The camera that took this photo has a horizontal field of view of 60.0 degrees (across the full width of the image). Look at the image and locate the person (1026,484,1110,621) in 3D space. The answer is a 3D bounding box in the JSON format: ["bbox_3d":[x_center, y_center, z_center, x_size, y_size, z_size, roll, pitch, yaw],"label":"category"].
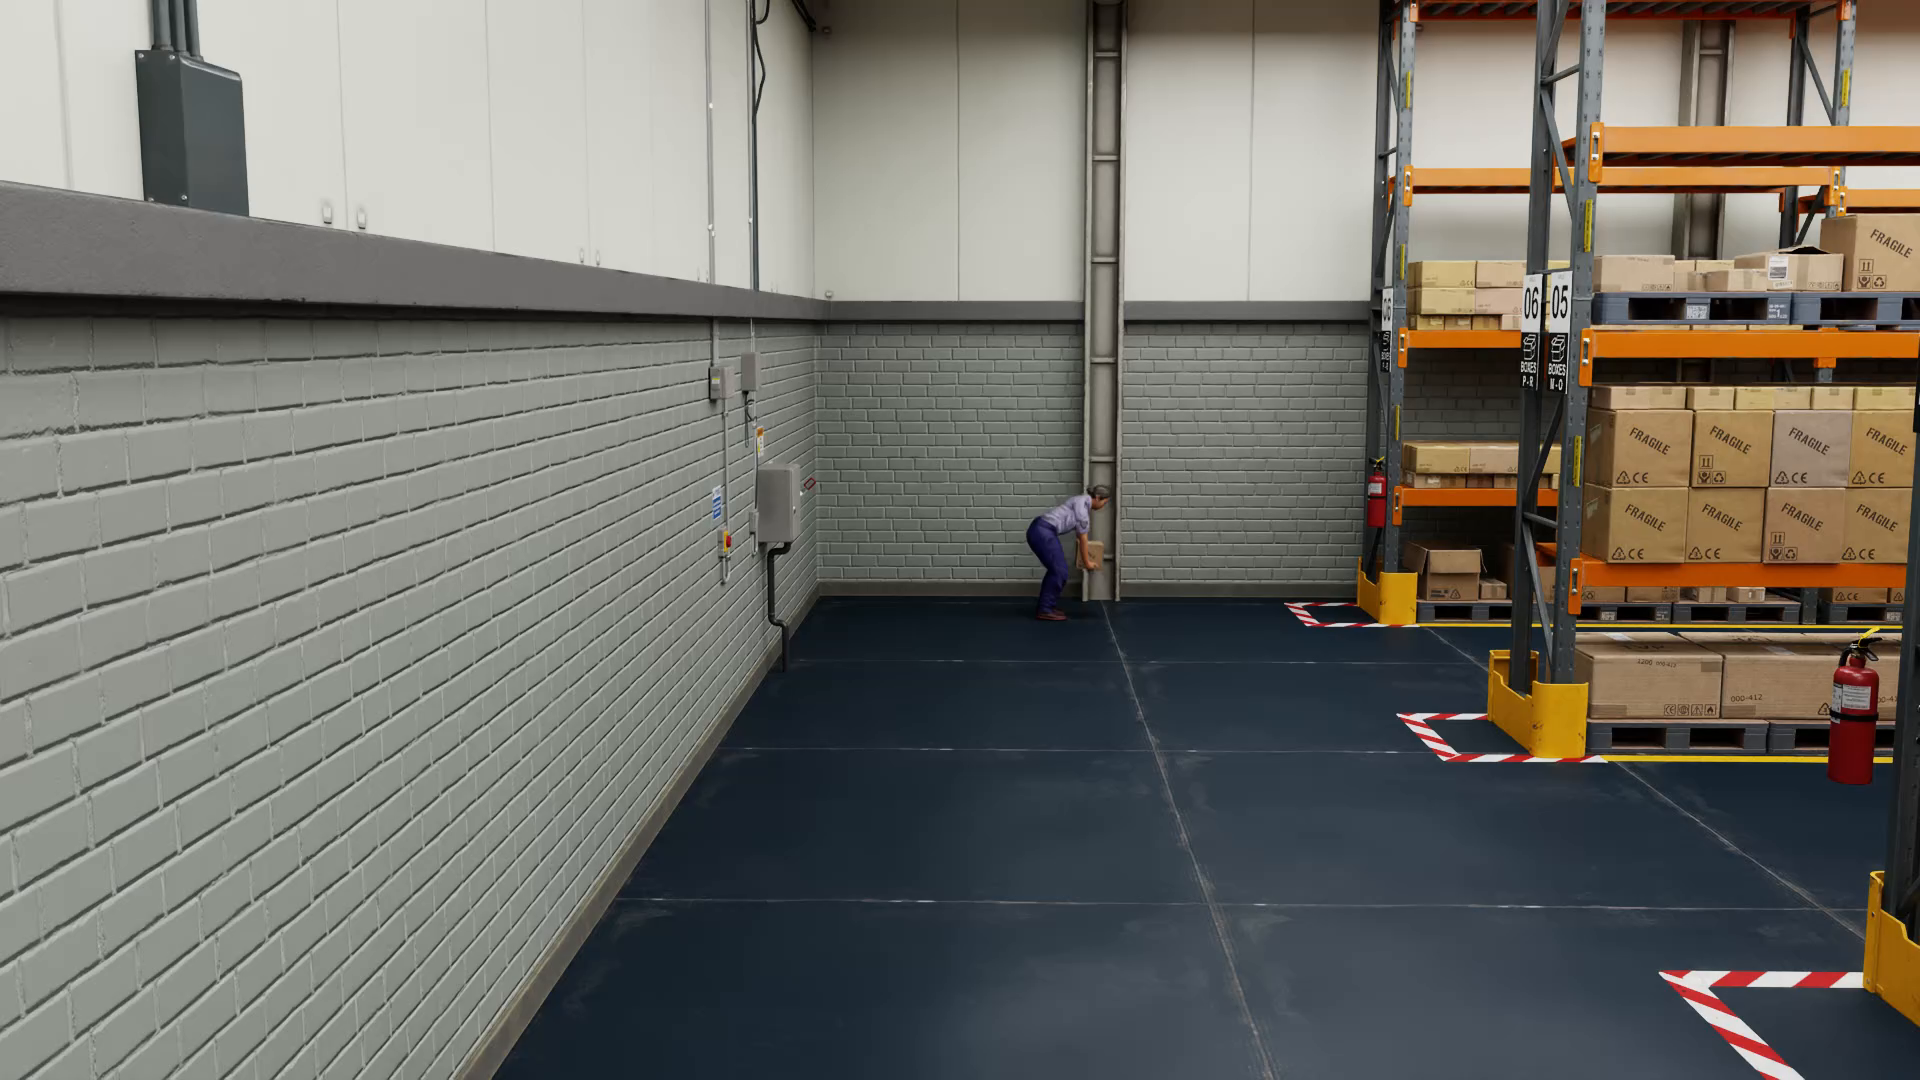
[{"bbox_3d":[1.057,0.128,16.267,0.814,1.290,0.467,0,7,0],"label":"person"}]
